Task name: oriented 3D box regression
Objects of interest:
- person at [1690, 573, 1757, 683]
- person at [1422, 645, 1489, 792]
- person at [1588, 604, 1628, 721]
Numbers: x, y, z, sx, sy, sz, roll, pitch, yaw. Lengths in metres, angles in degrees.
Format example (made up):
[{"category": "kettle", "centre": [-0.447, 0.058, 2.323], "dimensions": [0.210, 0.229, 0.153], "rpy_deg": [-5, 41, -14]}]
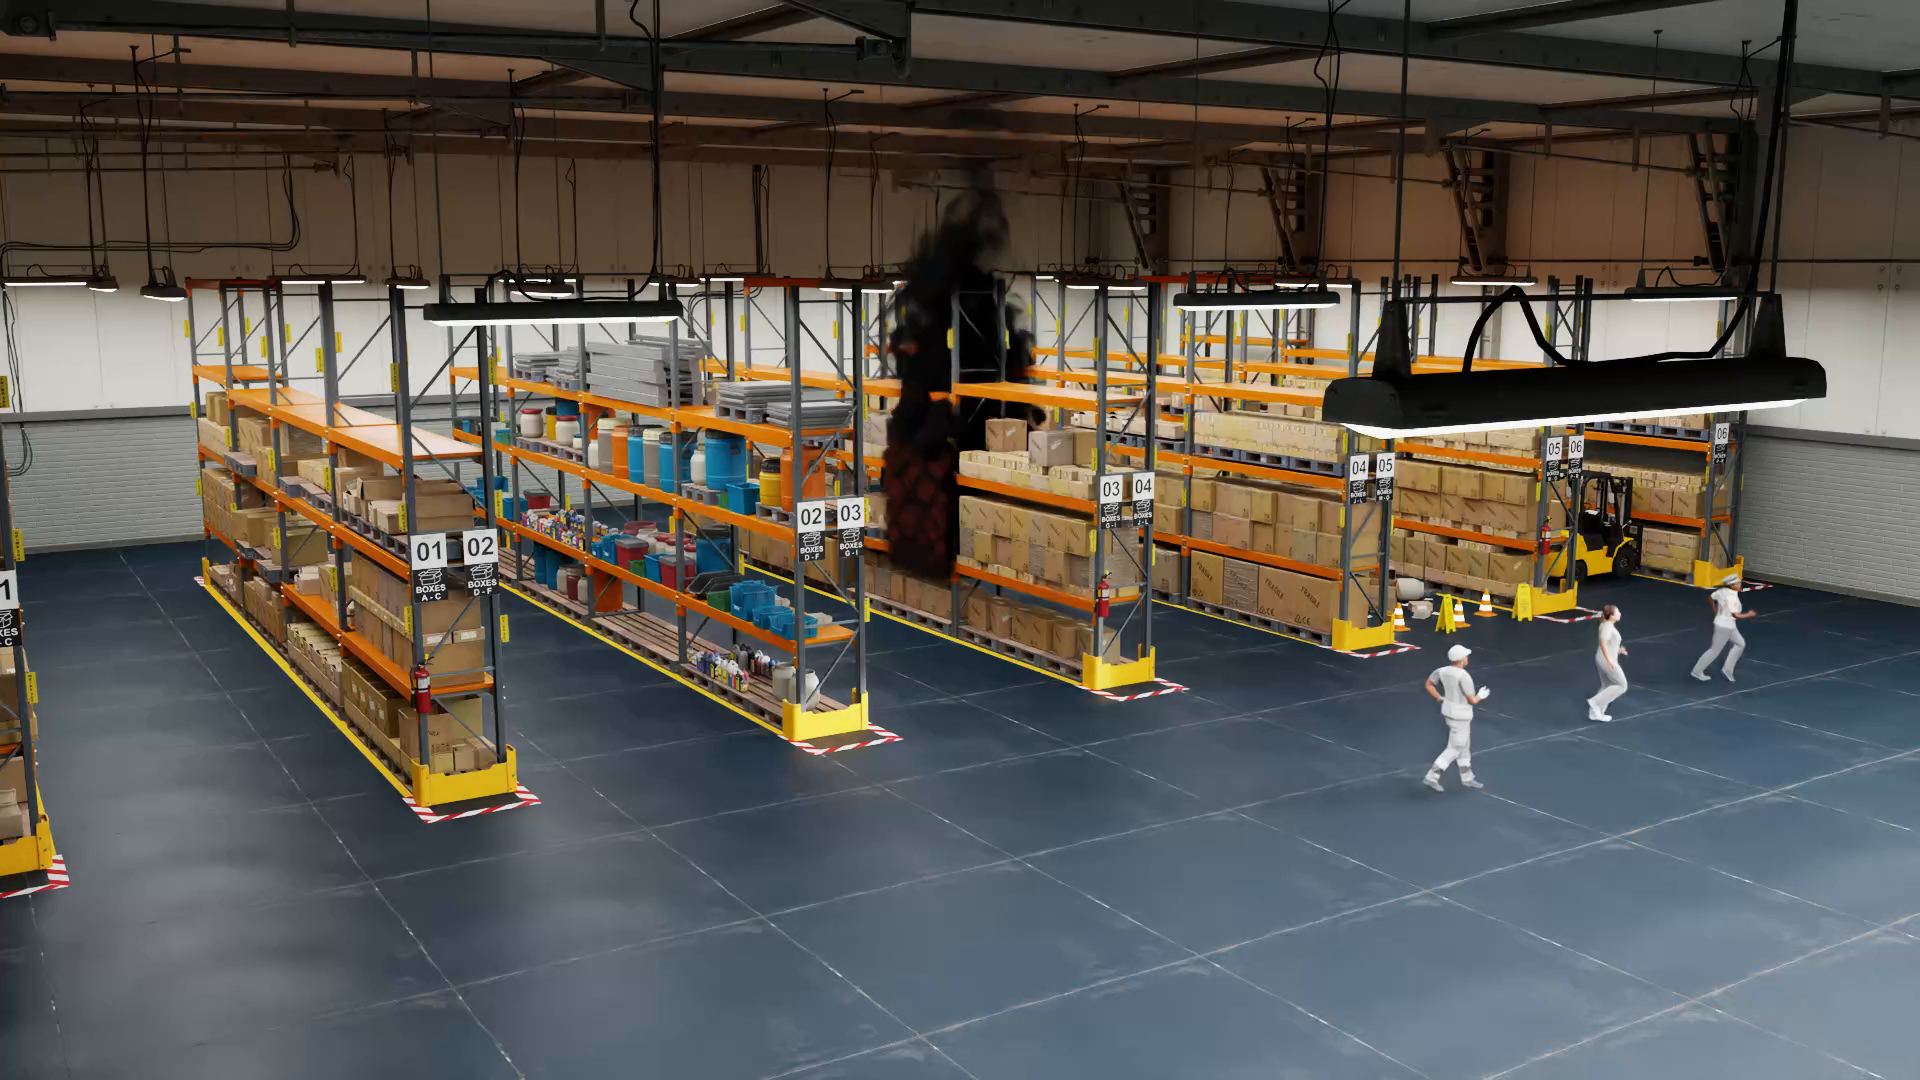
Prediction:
[{"category": "person", "centre": [11.515, 1.326, 25.063], "dimensions": [0.868, 1.718, 0.583], "rpy_deg": [3, 10, 17]}, {"category": "person", "centre": [5.915, 2.125, 19.782], "dimensions": [0.882, 1.794, 0.648], "rpy_deg": [-2, 10, -14]}, {"category": "person", "centre": [8.986, 1.715, 23.025], "dimensions": [0.549, 1.598, 0.576], "rpy_deg": [1, 10, 5]}]
